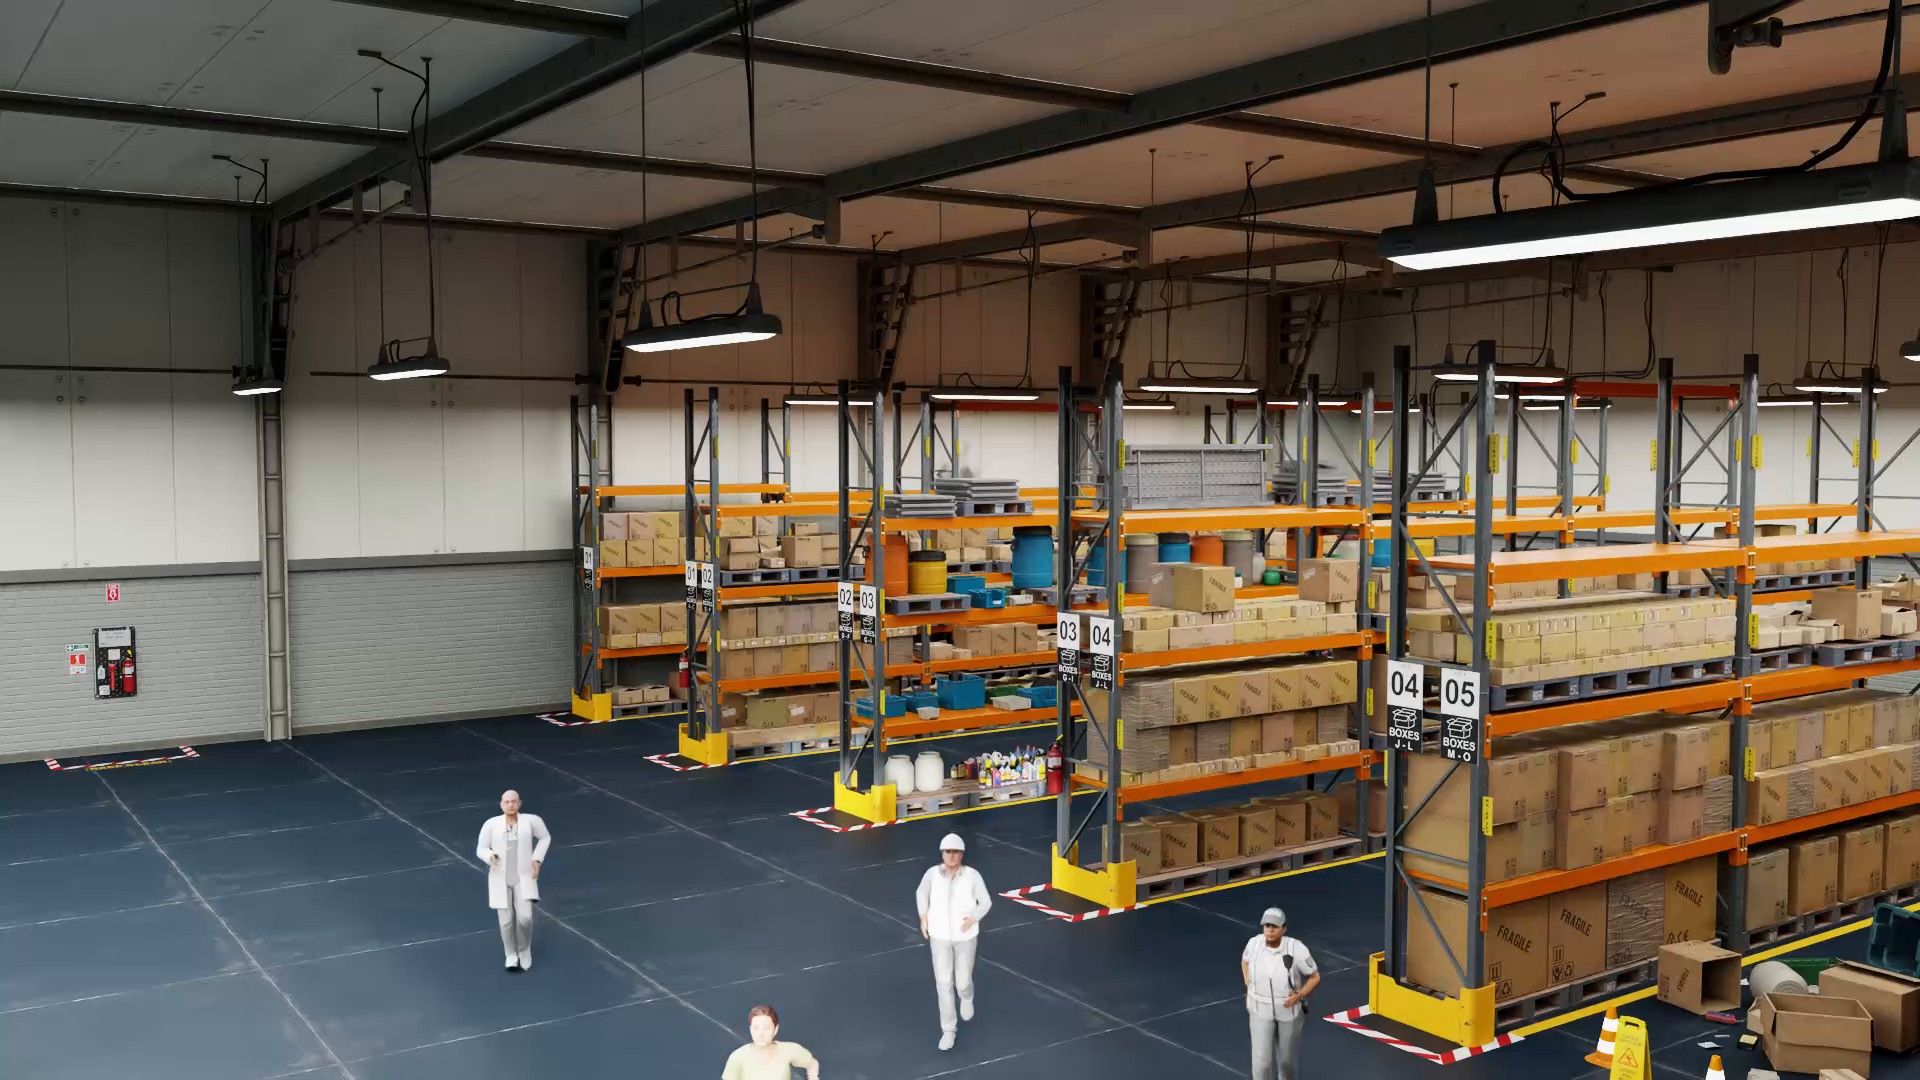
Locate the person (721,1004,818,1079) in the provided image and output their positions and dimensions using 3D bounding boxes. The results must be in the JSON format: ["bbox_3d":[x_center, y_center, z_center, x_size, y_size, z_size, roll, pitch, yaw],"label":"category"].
[{"bbox_3d":[-1.192,3.724,10.312,0.588,1.710,0.688,0,3,2],"label":"person"}]

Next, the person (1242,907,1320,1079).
[{"bbox_3d":[2.406,3.579,12.518,0.602,1.705,0.817,1,4,16],"label":"person"}]

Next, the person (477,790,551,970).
[{"bbox_3d":[-4.325,3.317,16.109,0.694,1.765,0.676,-1,4,-12],"label":"person"}]

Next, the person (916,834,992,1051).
[{"bbox_3d":[-0.061,3.417,14.415,0.673,1.773,0.814,0,3,4],"label":"person"}]
